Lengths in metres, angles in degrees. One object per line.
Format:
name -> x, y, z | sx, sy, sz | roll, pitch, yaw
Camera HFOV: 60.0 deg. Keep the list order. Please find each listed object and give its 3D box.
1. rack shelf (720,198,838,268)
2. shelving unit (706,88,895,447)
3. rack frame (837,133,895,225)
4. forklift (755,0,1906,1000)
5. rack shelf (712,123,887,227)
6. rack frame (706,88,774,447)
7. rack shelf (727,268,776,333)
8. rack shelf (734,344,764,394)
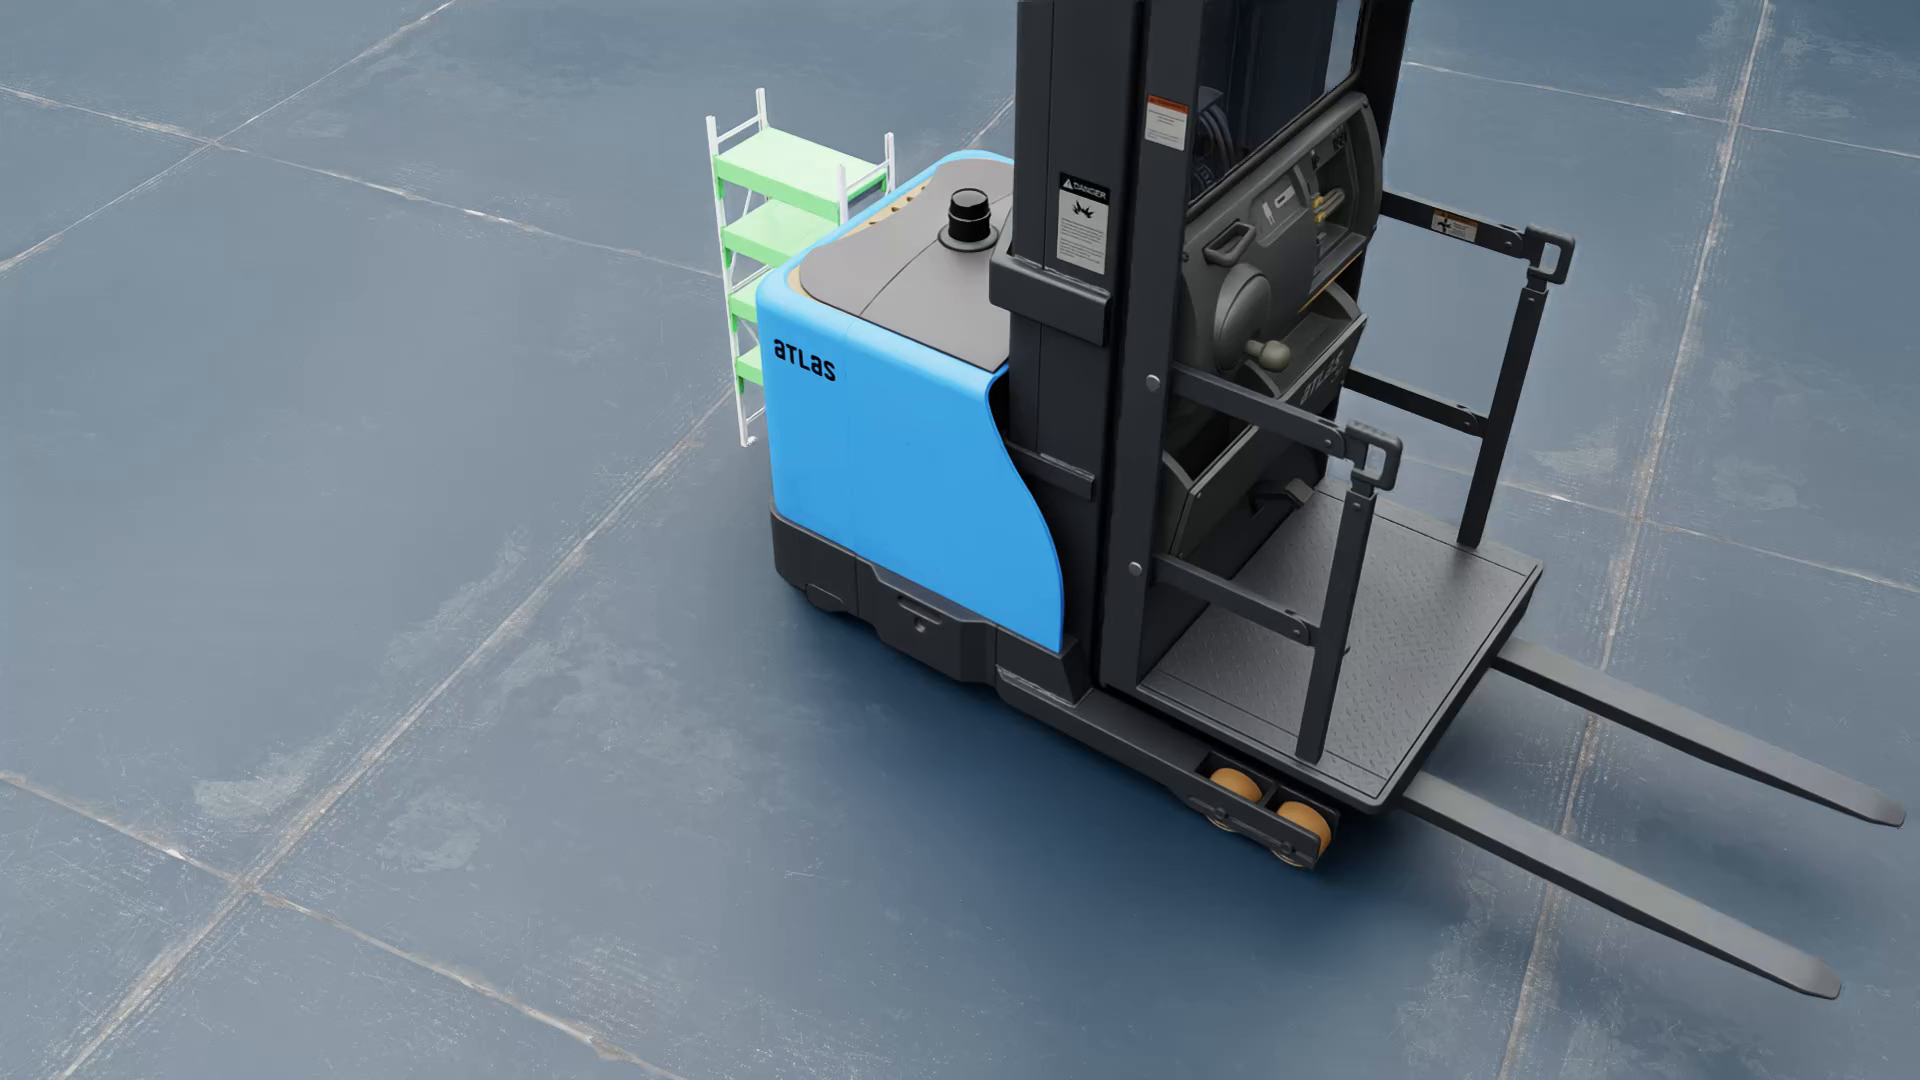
rack shelf -> -0.464, -0.873, 5.073 | 0.480, 0.148, 0.258 | 25, 47, 26
shelving unit -> -0.464, -0.740, 5.188 | 0.503, 1.200, 0.258 | 25, 47, 26
rack frame -> -0.266, -0.647, 5.080 | 0.015, 1.200, 0.240 | 25, 47, 26
forklift -> 0.930, -0.668, 3.782 | 3.031, 2.935, 1.130 | 25, 47, 26
rack shelf -> -0.464, -1.055, 4.915 | 0.480, 0.148, 0.258 | 25, 47, 26
rack frame -> -0.662, -0.834, 5.296 | 0.015, 1.200, 0.240 | 25, 47, 26
rack shelf -> -0.464, -0.692, 5.230 | 0.480, 0.148, 0.258 | 25, 47, 26
rack shelf -> -0.464, -0.511, 5.387 | 0.480, 0.148, 0.258 | 25, 47, 26
